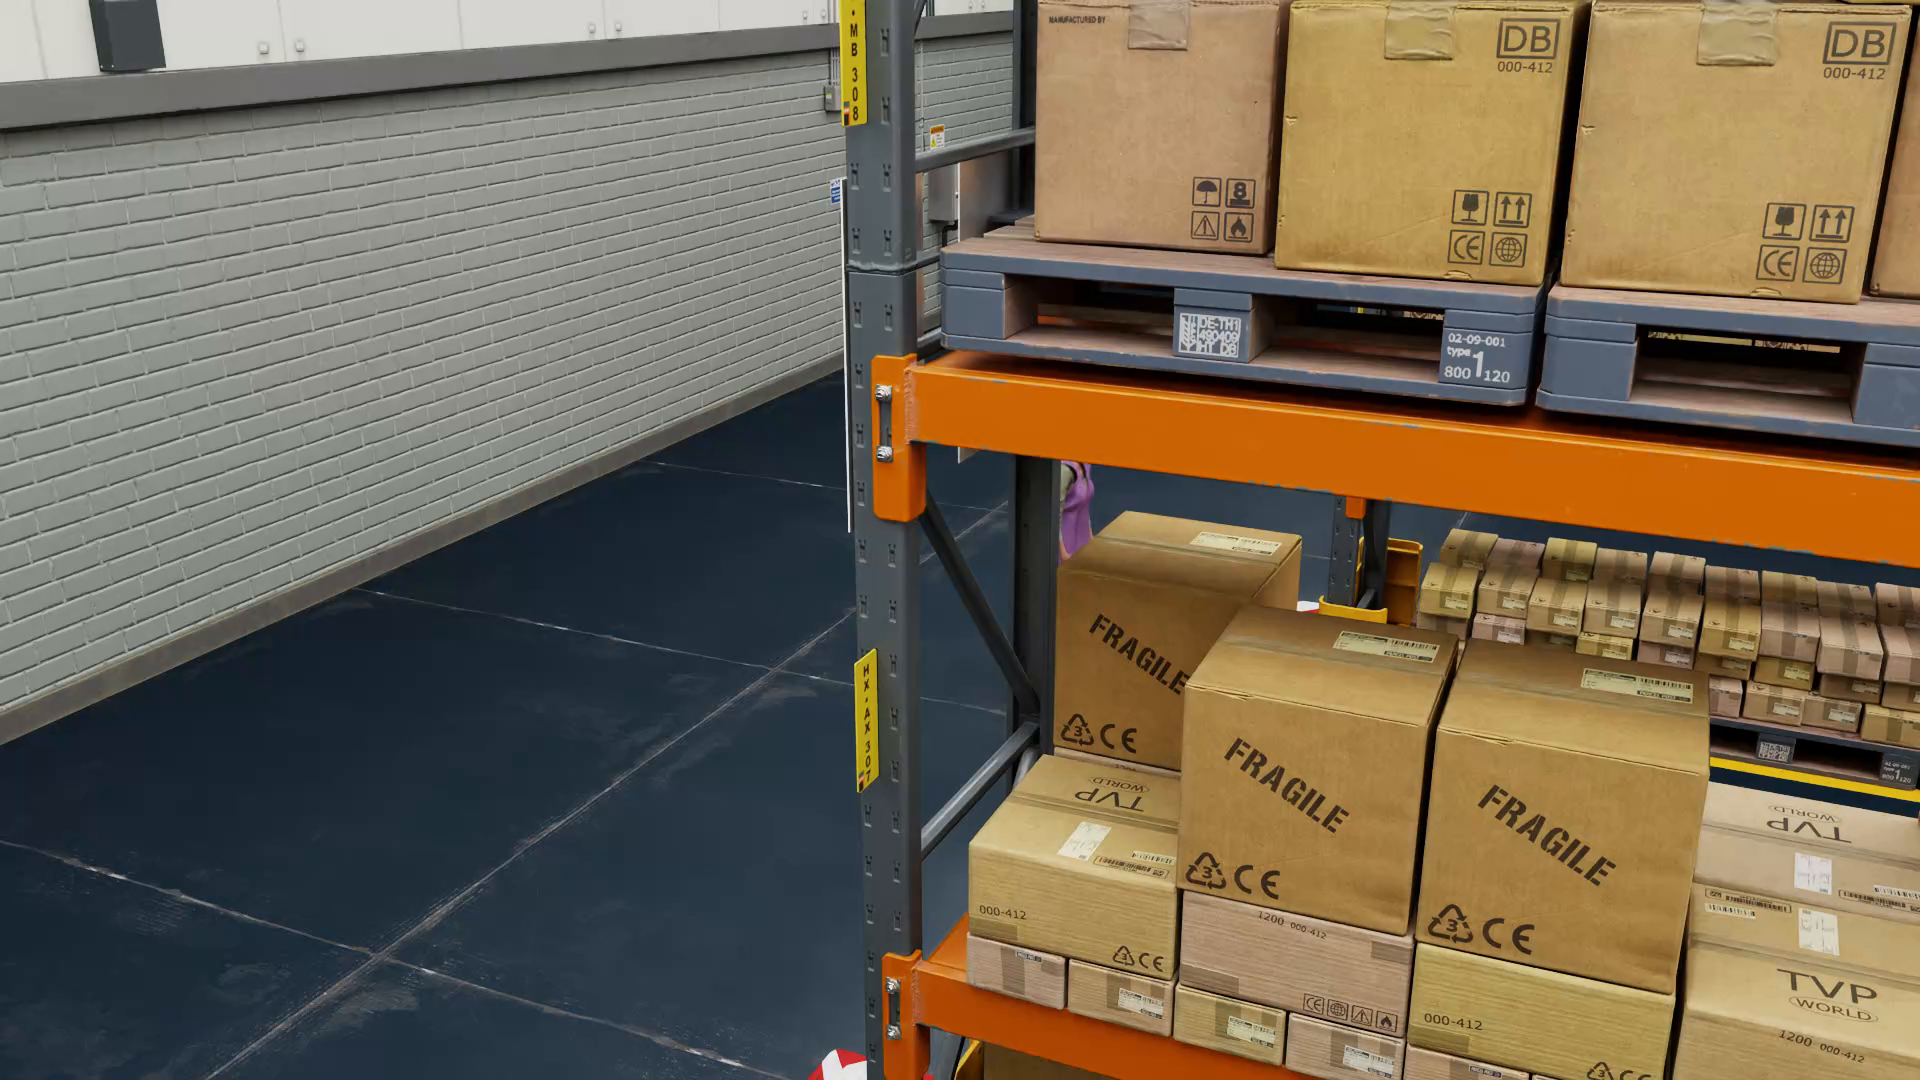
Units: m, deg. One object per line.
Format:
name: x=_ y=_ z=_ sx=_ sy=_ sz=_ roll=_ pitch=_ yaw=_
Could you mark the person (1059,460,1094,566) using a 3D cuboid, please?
person: x=0.532 y=0.106 z=8.276 sx=0.339 sy=1.597 sz=0.453 roll=8 pitch=21 yaw=21
